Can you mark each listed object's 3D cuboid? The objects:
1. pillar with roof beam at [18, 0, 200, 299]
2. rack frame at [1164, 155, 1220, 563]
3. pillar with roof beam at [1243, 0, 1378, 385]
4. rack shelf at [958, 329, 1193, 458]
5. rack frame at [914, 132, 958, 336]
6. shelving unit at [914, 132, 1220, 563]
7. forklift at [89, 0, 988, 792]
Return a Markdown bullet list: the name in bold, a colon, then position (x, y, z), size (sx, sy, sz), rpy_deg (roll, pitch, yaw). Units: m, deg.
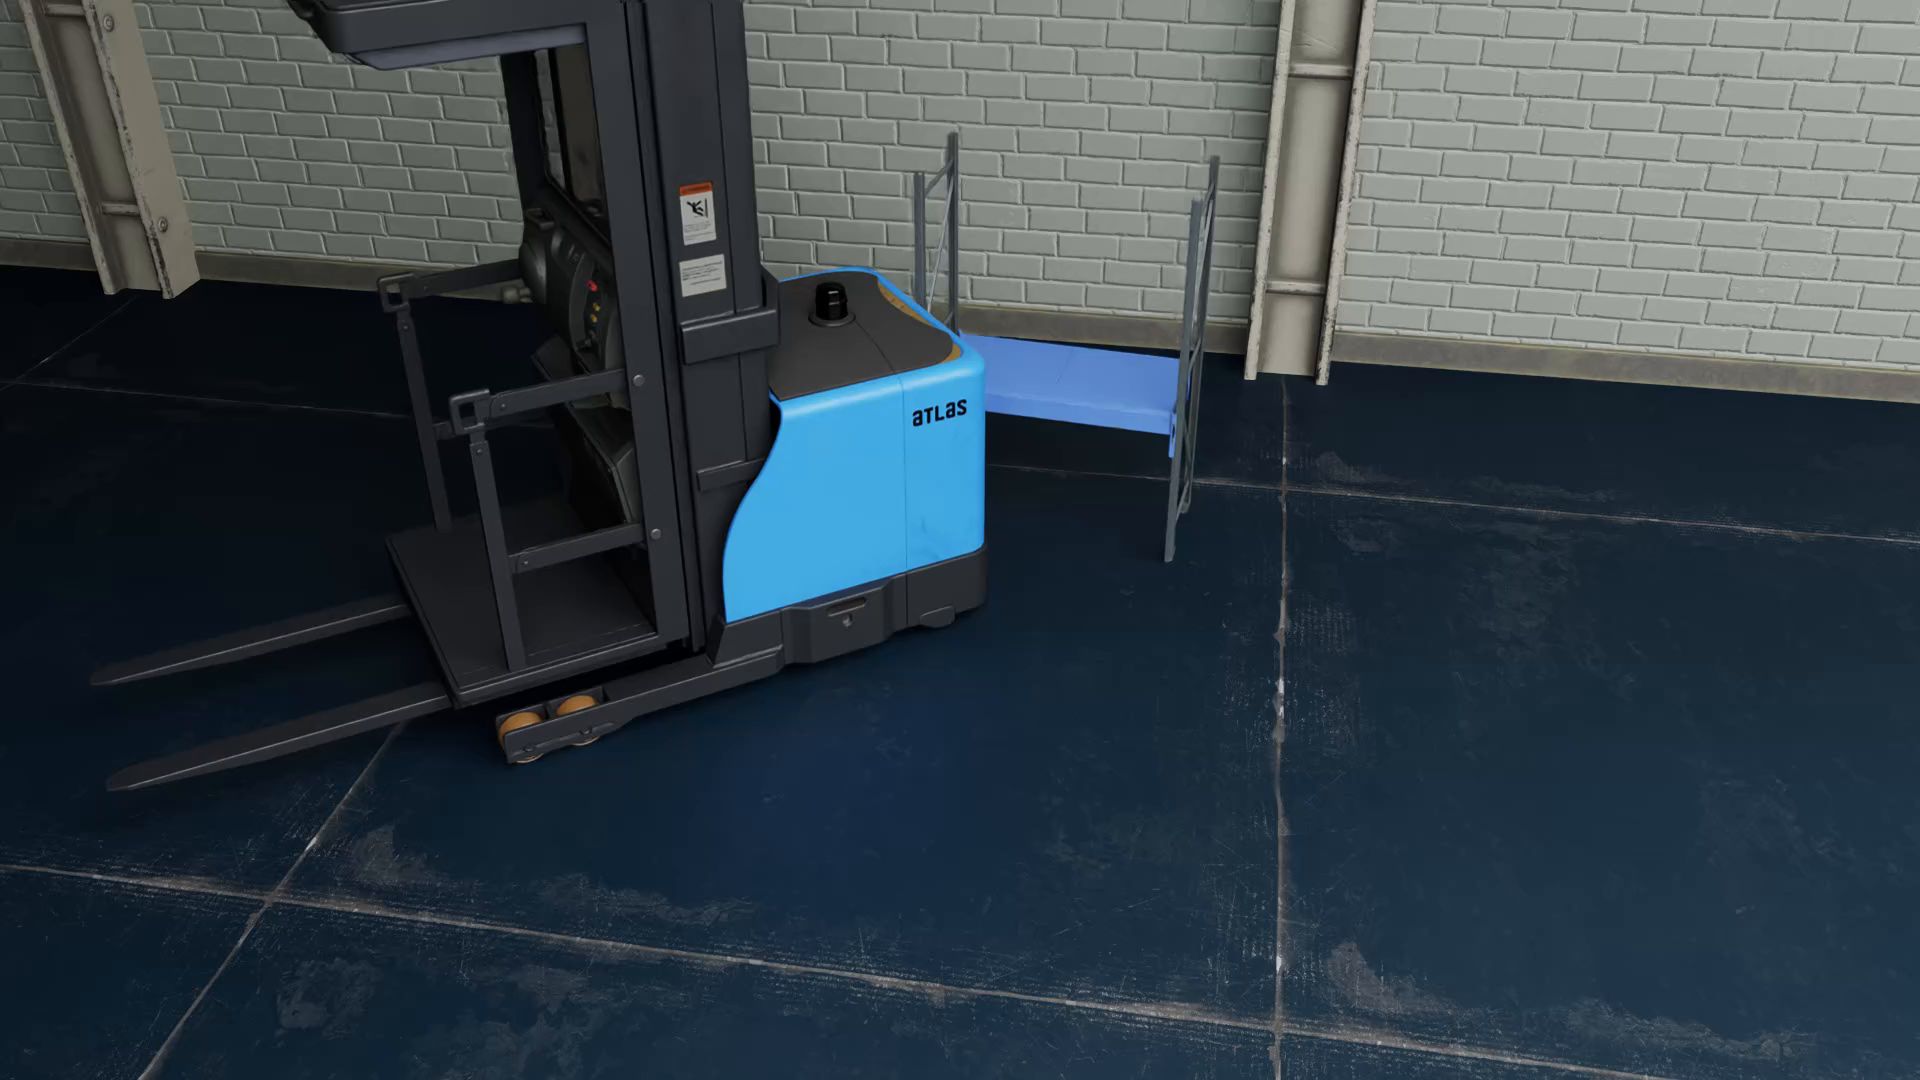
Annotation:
- **pillar with roof beam**: position (-5.056, -2.935, 2.957), size (0.400, 9.000, 9.100), rpy_deg (5, 32, 8)
- **rack frame**: position (0.892, -0.675, 6.415), size (0.032, 1.500, 0.500), rpy_deg (8, 33, 13)
- **pillar with roof beam**: position (0.858, -2.399, 2.101), size (0.400, 9.000, 9.100), rpy_deg (5, 32, 8)
- **rack shelf**: position (0.402, -0.595, 6.625), size (1.000, 0.185, 0.538), rpy_deg (8, 33, 13)
- **rack frame**: position (-0.088, -0.819, 6.645), size (0.032, 1.500, 0.500), rpy_deg (8, 33, 13)
- **shelving unit**: position (0.402, -0.747, 6.530), size (1.048, 1.500, 0.538), rpy_deg (8, 33, 13)
- **forklift**: position (-1.441, -0.819, 5.296), size (3.031, 2.935, 1.130), rpy_deg (-16, 35, -24)
